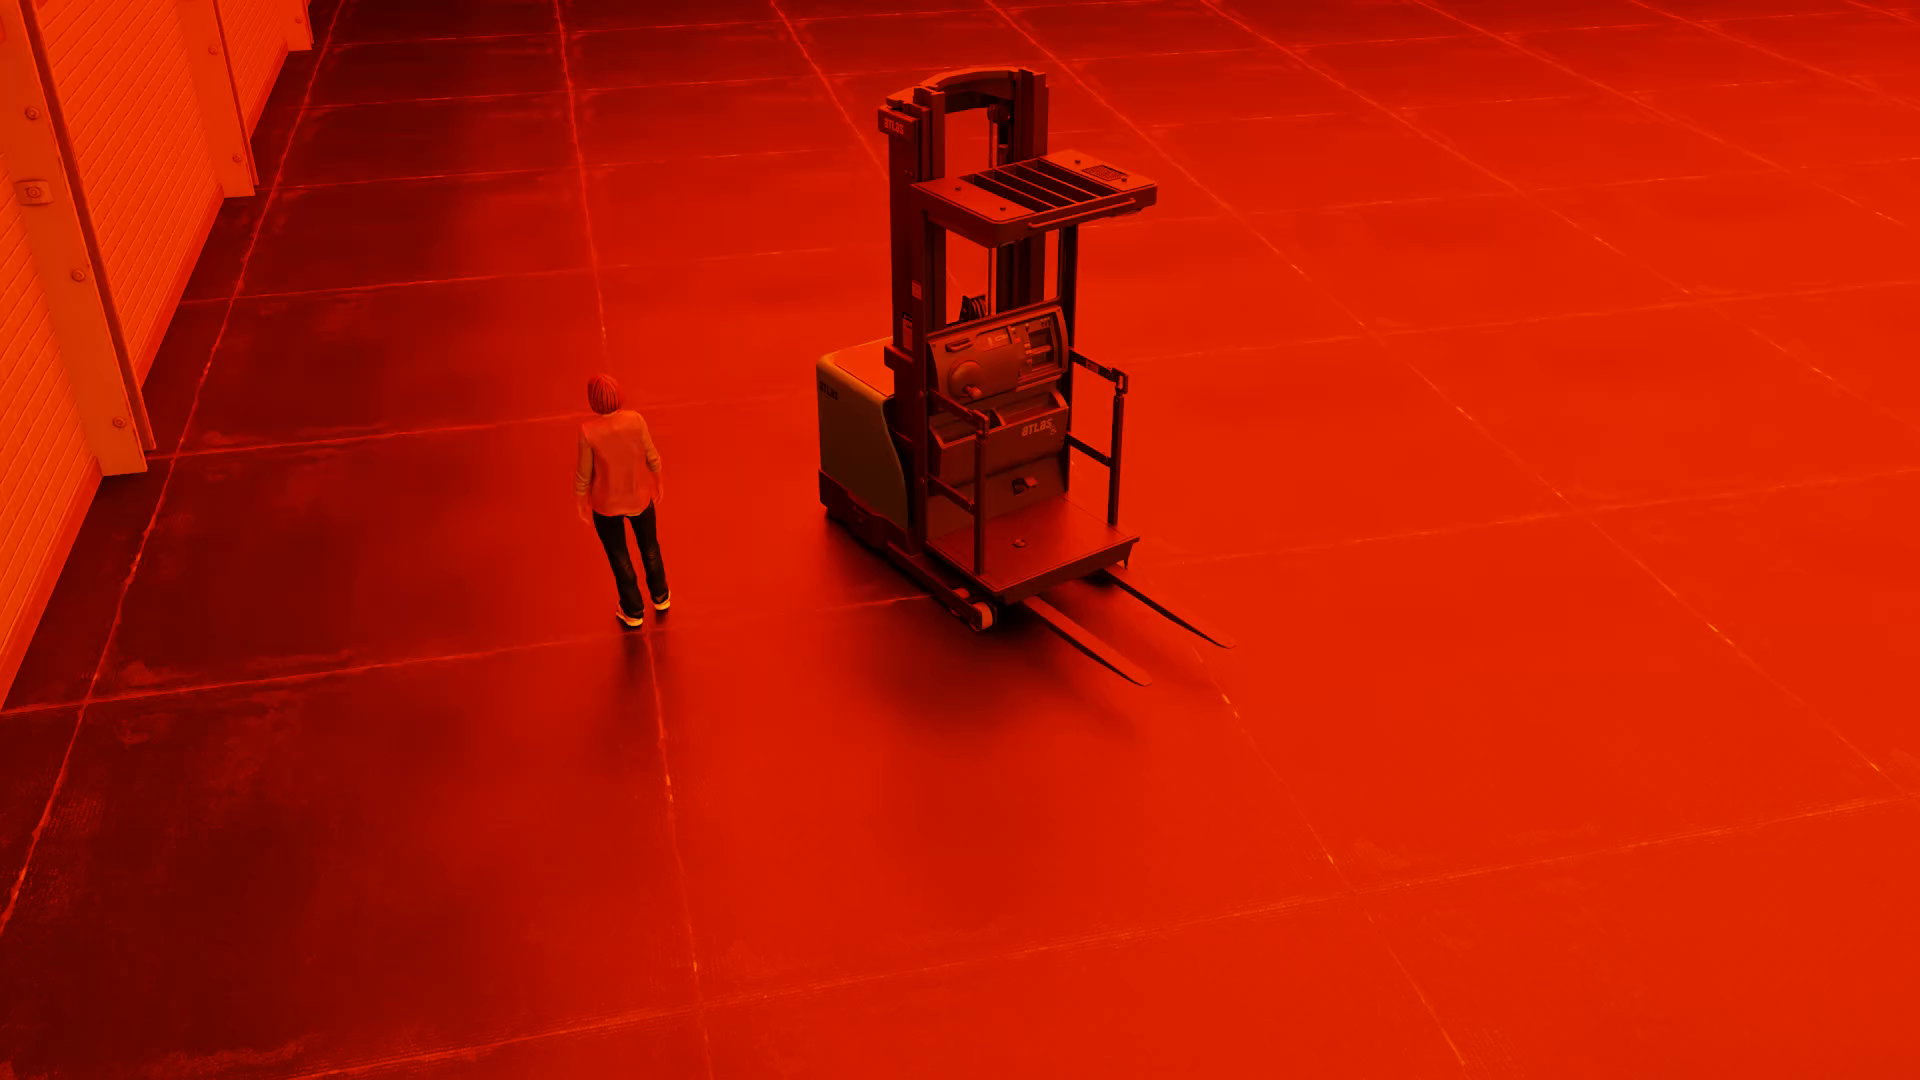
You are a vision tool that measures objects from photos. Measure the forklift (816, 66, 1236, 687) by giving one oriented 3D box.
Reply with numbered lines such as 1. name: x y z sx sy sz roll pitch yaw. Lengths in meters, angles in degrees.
1. forklift: 0.355 -1.021 9.338 1.130 2.935 3.031 -20 35 -30

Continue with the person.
1. person: -1.907 -0.246 9.316 0.520 1.600 0.473 -12 32 -20
